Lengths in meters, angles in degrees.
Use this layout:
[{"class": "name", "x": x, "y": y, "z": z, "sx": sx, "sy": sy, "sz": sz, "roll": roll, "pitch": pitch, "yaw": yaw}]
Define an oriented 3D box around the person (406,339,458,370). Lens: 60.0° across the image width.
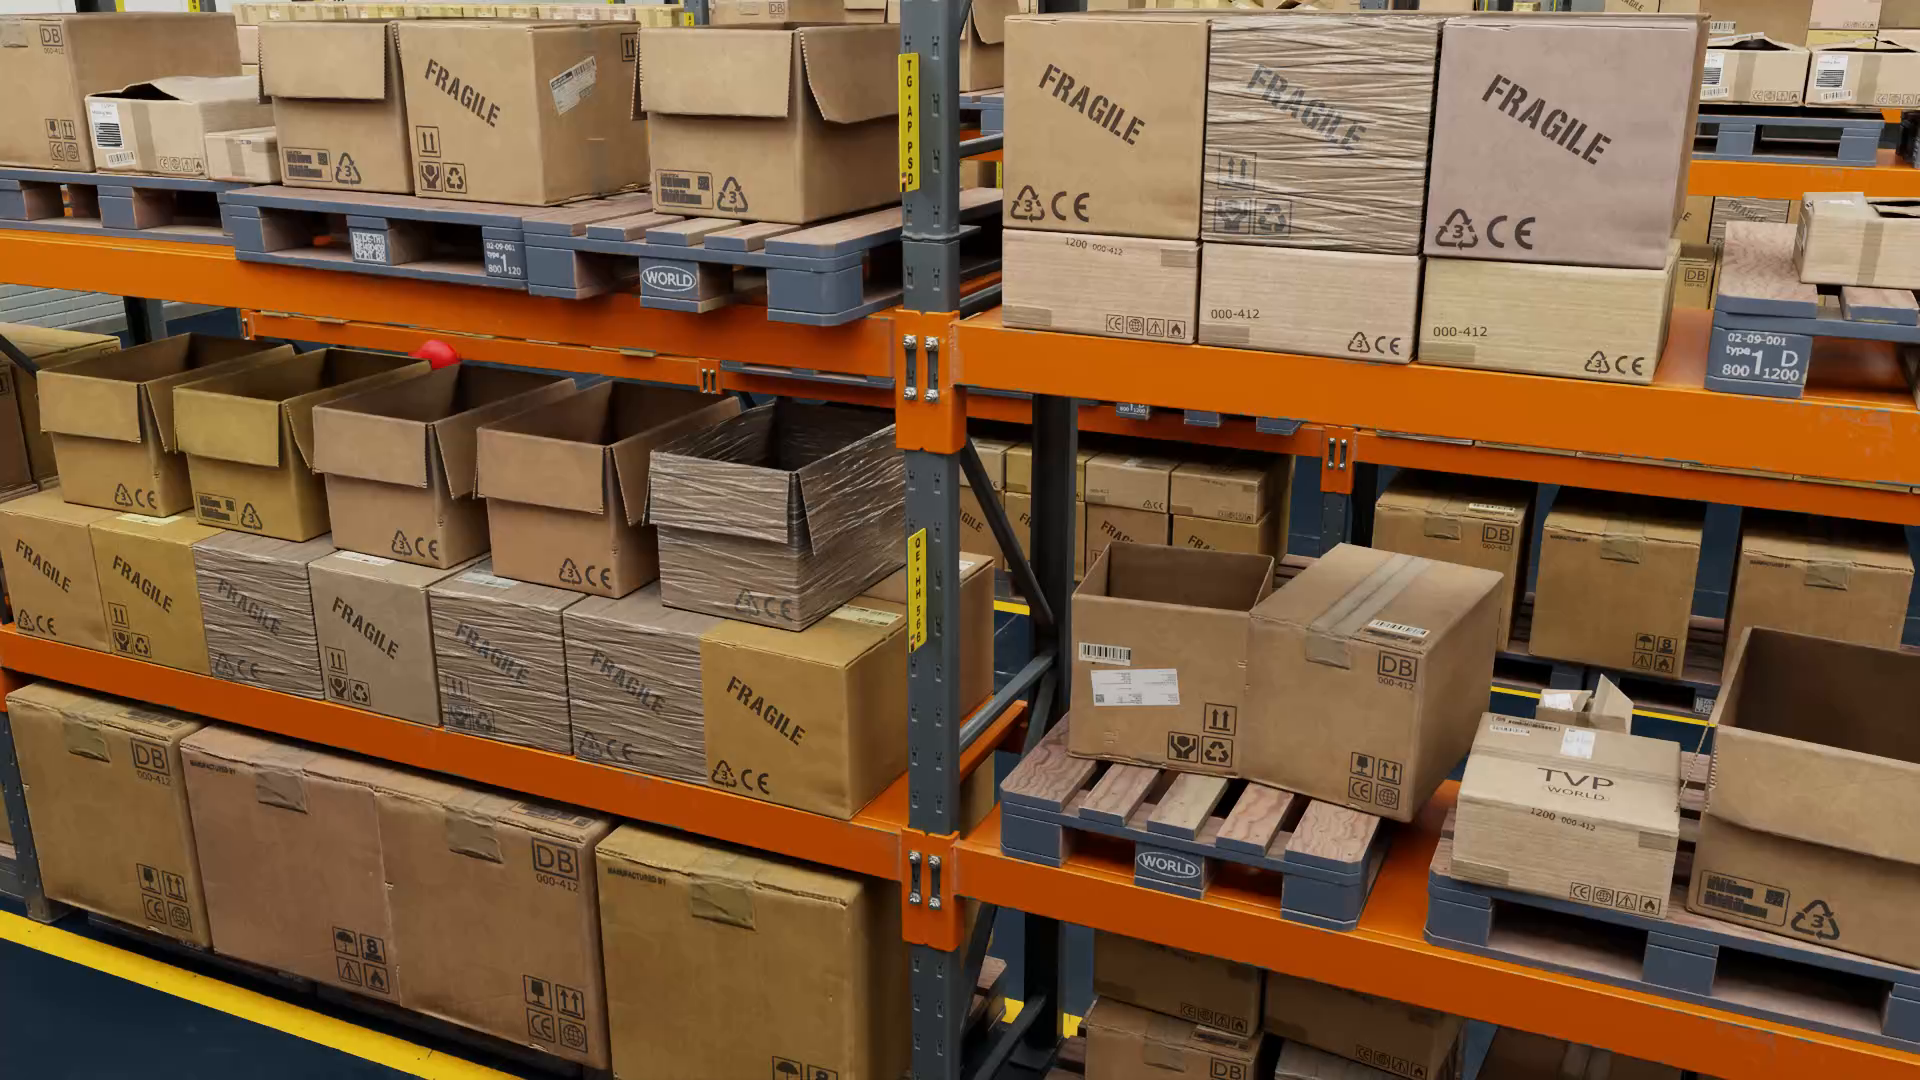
[{"class": "person", "x": -2.816, "y": -0.242, "z": 9.233, "sx": 0.952, "sy": 1.749, "sz": 0.568, "roll": 5, "pitch": 19, "yaw": 14}]
